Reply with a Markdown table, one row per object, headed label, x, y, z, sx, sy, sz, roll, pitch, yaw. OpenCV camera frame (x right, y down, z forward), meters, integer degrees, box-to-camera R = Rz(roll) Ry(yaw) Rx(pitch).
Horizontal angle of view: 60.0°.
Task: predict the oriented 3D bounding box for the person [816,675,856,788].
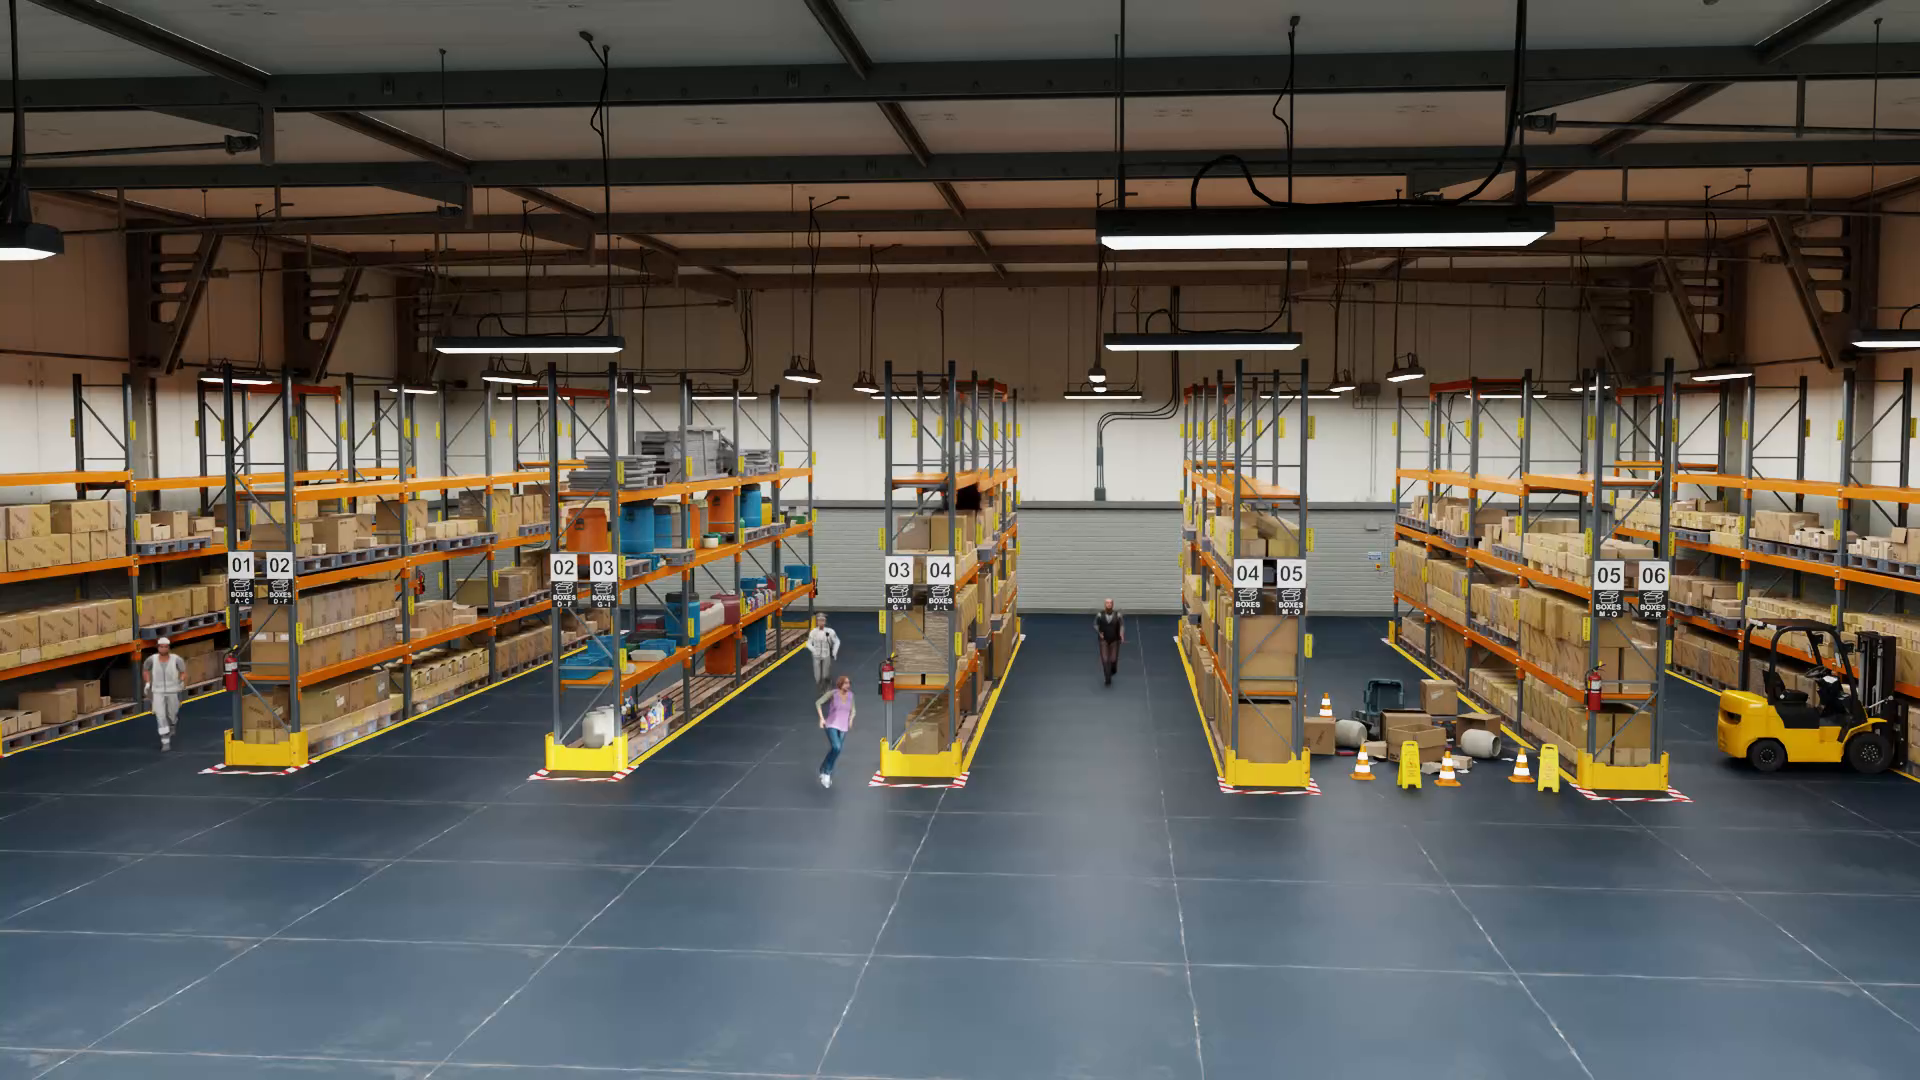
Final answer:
| label | x | y | z | sx | sy | sz | roll | pitch | yaw |
| --- | --- | --- | --- | --- | --- | --- | --- | --- | --- |
| person | -1.743 | 2.682 | 23.511 | 0.539 | 1.560 | 0.686 | -2 | 4 | -31 |

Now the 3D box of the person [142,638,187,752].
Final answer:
| label | x | y | z | sx | sy | sz | roll | pitch | yaw |
| --- | --- | --- | --- | --- | --- | --- | --- | --- | --- |
| person | -12.545 | 2.401 | 26.241 | 0.636 | 1.765 | 0.908 | -2 | 4 | -25 |

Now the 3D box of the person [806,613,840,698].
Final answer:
| label | x | y | z | sx | sy | sz | roll | pitch | yaw |
| --- | --- | --- | --- | --- | --- | --- | --- | --- | --- |
| person | -2.532 | 2.170 | 30.566 | 0.604 | 1.654 | 0.538 | 0 | 4 | 4 |

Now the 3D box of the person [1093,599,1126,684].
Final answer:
| label | x | y | z | sx | sy | sz | roll | pitch | yaw |
| --- | --- | --- | --- | --- | --- | --- | --- | --- | --- |
| person | 2.962 | 2.003 | 33.014 | 0.661 | 1.682 | 0.585 | 0 | 4 | 5 |
